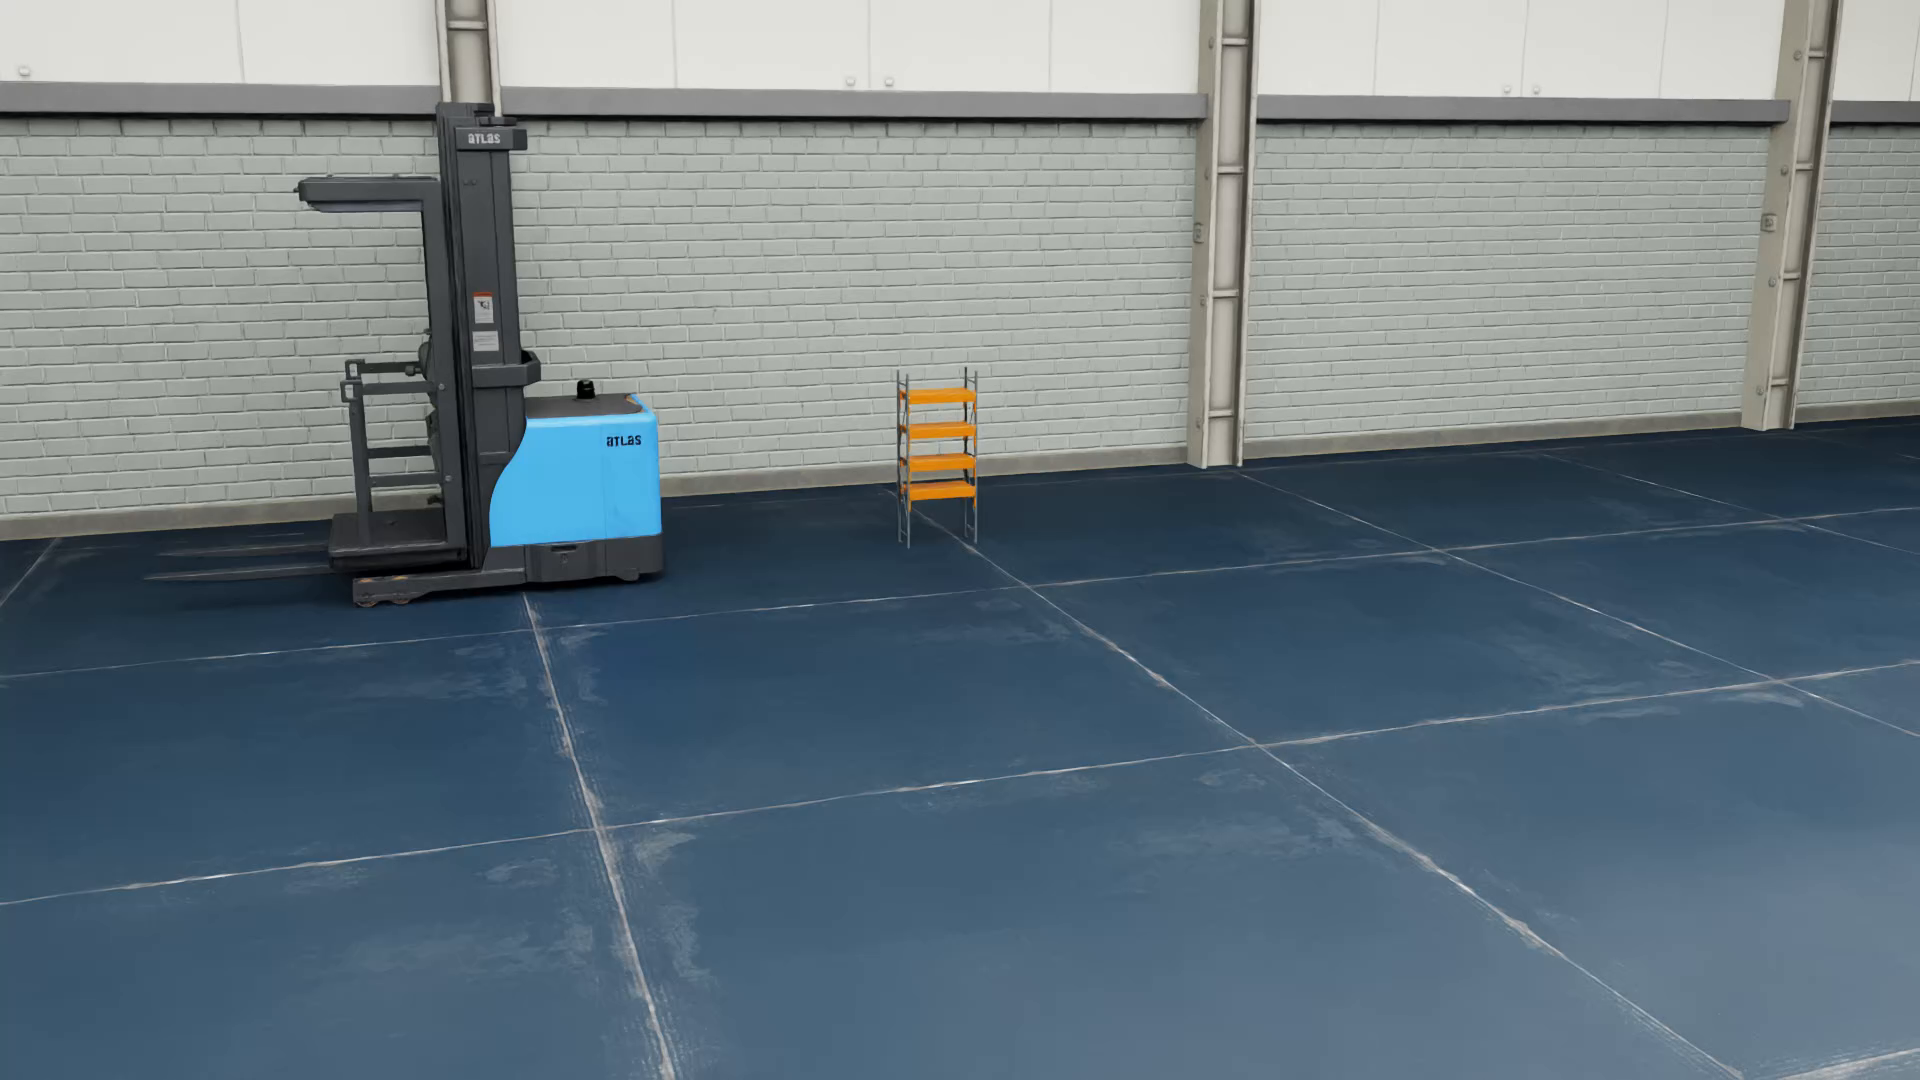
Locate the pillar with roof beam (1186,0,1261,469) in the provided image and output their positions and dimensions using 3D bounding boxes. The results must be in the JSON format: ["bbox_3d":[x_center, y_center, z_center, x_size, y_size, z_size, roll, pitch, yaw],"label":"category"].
[{"bbox_3d":[3.574,-4.092,9.400,0.400,9.000,9.100,-4,14,-18],"label":"pillar with roof beam"}]

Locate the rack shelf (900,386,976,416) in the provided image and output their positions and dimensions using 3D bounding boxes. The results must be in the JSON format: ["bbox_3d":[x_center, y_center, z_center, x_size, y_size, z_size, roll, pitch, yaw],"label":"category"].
[{"bbox_3d":[-0.157,-0.954,11.362,0.480,0.148,0.258,-4,14,-18],"label":"rack shelf"}]

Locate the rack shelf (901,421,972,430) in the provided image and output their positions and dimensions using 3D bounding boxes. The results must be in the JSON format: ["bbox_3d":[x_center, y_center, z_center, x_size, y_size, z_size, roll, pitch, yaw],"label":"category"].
[{"bbox_3d":[-0.157,-0.776,11.404,0.457,0.021,0.221,-4,14,-18],"label":"rack shelf"}]

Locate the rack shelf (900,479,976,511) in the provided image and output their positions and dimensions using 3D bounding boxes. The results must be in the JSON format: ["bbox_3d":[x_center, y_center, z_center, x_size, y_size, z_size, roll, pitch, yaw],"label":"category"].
[{"bbox_3d":[-0.157,-0.313,11.514,0.480,0.148,0.258,-4,14,-18],"label":"rack shelf"}]

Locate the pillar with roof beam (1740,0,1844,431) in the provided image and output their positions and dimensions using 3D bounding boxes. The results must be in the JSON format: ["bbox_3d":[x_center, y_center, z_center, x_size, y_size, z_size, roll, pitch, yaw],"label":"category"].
[{"bbox_3d":[9.261,-4.535,11.262,0.400,9.000,9.100,-4,14,-18],"label":"pillar with roof beam"}]

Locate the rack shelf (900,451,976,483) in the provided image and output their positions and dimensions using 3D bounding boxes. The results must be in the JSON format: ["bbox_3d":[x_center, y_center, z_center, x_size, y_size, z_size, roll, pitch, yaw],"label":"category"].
[{"bbox_3d":[-0.157,-0.506,11.468,0.480,0.148,0.258,-4,14,-18],"label":"rack shelf"}]

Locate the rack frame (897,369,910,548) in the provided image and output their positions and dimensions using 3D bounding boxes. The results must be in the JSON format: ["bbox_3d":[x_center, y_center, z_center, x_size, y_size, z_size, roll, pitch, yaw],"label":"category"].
[{"bbox_3d":[-0.388,-0.553,11.377,0.015,1.200,0.240,-4,14,-18],"label":"rack frame"}]

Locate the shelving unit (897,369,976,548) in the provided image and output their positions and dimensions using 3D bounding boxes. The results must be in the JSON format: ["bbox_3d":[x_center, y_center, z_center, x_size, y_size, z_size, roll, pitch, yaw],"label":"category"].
[{"bbox_3d":[-0.162,-0.571,11.451,0.492,1.200,0.258,-4,14,-18],"label":"shelving unit"}]

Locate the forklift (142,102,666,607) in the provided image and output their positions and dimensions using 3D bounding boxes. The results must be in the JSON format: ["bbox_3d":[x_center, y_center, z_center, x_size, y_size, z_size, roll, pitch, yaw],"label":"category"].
[{"bbox_3d":[-3.447,-1.162,10.195,3.031,2.935,1.130,-4,14,-18],"label":"forklift"}]
